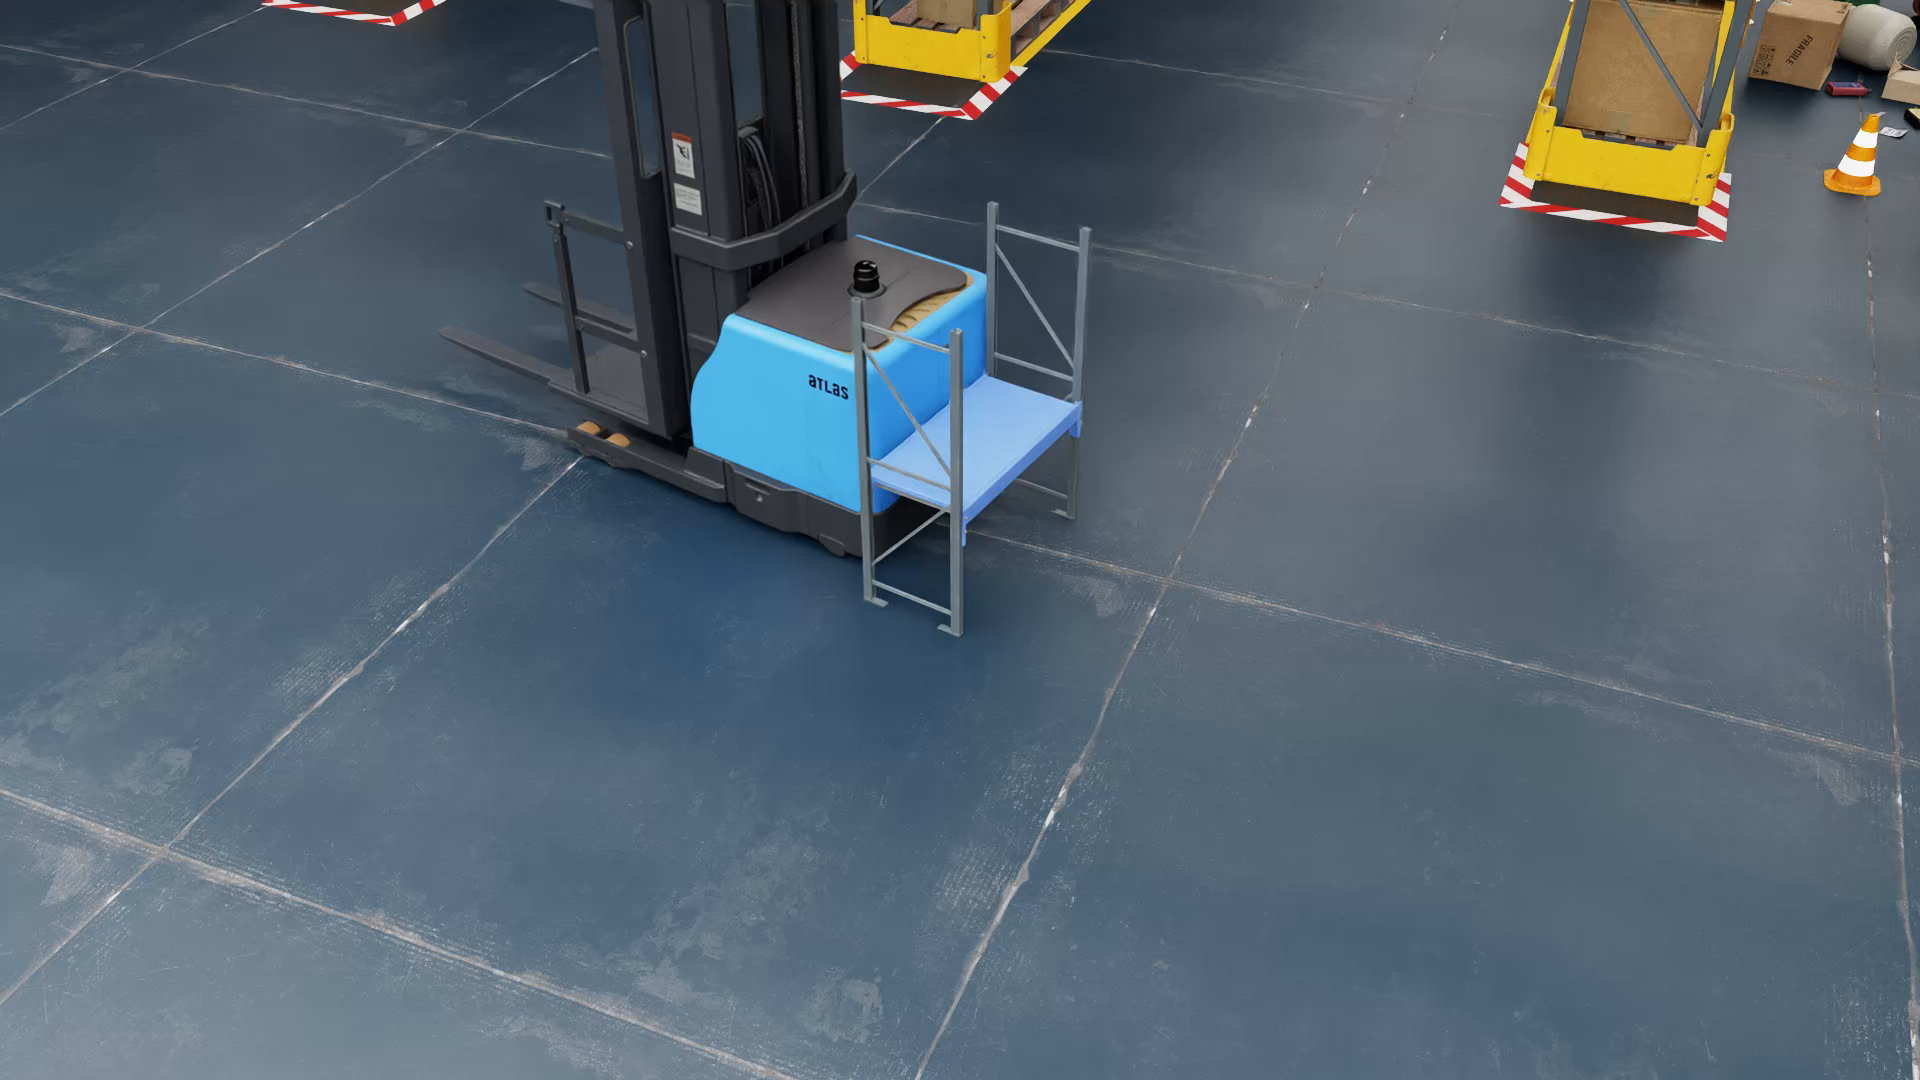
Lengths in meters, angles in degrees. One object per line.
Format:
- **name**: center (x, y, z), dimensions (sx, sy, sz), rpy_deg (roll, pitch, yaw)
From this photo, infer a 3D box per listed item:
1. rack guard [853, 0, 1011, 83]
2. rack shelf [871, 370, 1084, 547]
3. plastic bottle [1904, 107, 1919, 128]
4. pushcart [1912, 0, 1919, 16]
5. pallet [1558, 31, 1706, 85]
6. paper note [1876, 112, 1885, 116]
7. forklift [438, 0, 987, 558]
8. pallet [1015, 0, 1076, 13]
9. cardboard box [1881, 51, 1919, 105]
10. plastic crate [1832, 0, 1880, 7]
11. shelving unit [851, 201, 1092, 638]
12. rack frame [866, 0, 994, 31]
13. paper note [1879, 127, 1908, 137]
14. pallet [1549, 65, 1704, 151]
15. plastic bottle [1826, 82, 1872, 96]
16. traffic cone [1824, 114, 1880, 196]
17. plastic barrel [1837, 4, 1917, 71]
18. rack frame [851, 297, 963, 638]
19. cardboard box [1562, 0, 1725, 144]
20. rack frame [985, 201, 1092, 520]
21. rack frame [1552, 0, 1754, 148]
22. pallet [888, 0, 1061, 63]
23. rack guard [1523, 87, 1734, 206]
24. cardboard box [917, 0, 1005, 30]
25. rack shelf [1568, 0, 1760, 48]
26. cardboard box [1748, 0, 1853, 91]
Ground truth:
- **rack guard**: center (-0.210, -3.787, 12.398), dimensions (1.175, 0.500, 0.348), rpy_deg (14, 39, 18)
- **rack shelf**: center (0.065, -0.379, 7.305), dimensions (0.538, 0.185, 1.000), rpy_deg (21, 41, 25)
- **plastic bottle**: center (6.729, -2.974, 11.678), dimensions (0.133, 0.061, 0.283), rpy_deg (1, 37, 2)
- **pushcart**: center (8.320, -4.144, 12.979), dimensions (1.648, 0.377, 0.936), rpy_deg (1, 37, 2)
- **pallet**: center (5.007, -3.577, 12.359), dimensions (1.003, 0.211, 1.213), rpy_deg (14, 39, 18)
- **paper note**: center (6.508, -3.013, 11.772), dimensions (0.123, 0.001, 0.032), rpy_deg (-25, 43, -29)
- **forklift**: center (-1.344, -1.771, 7.671), dimensions (3.031, 2.935, 1.130), rpy_deg (22, 42, 26)
- **pallet**: center (0.598, -4.786, 13.976), dimensions (1.003, 0.211, 1.213), rpy_deg (14, 39, 18)
- **cardboard box**: center (6.881, -3.308, 11.954), dimensions (0.396, 0.266, 0.258), rpy_deg (21, 42, 25)
- **plastic crate**: center (6.977, -4.277, 13.267), dimensions (0.662, 0.188, 0.450), rpy_deg (-25, 33, -29)
- **shelving unit**: center (0.065, -0.523, 7.198), dimensions (0.538, 1.500, 1.048), rpy_deg (21, 41, 25)
- **rack frame**: center (-0.239, -4.746, 11.594), dimensions (1.000, 3.000, 0.127), rpy_deg (14, 39, 18)
- **paper note**: center (6.461, -2.828, 11.510), dimensions (0.144, 0.017, 0.142), rpy_deg (29, 45, 33)
- **pallet**: center (4.542, -2.903, 11.458), dimensions (1.003, 0.211, 1.213), rpy_deg (14, 39, 18)
- **plastic bottle**: center (6.463, -3.276, 12.082), dimensions (0.283, 0.061, 0.133), rpy_deg (1, 37, 2)
- **traffic cone**: center (5.825, -2.514, 10.727), dimensions (0.336, 0.463, 0.334), rpy_deg (14, 39, 18)
- **plastic barrel**: center (6.819, -3.765, 12.434), dimensions (0.421, 0.421, 0.512), rpy_deg (-17, 40, -22)
- **rack frame**: center (-0.206, -0.266, 6.853), dimensions (0.500, 1.500, 0.032), rpy_deg (21, 41, 25)
- **cardboard box**: center (4.507, -3.268, 11.040), dimensions (0.875, 0.875, 0.875), rpy_deg (14, 39, 18)
- **rack frame**: center (0.337, -0.781, 7.542), dimensions (0.500, 1.500, 0.032), rpy_deg (21, 41, 25)
- **rack frame**: center (4.310, -3.560, 10.007), dimensions (1.000, 3.000, 0.127), rpy_deg (14, 39, 18)
- **pallet**: center (0.132, -4.113, 13.076), dimensions (1.003, 0.211, 1.213), rpy_deg (14, 39, 18)
- **rack guard**: center (4.301, -2.545, 10.738), dimensions (1.175, 0.500, 0.348), rpy_deg (14, 39, 18)
- **cardboard box**: center (0.014, -4.255, 12.674), dimensions (0.500, 0.500, 0.500), rpy_deg (21, 42, 26)
- **rack shelf**: center (5.071, -4.379, 11.704), dimensions (1.077, 0.370, 4.000), rpy_deg (14, 39, 18)
- **cardboard box**: center (6.190, -3.681, 12.255), dimensions (0.500, 0.500, 0.500), rpy_deg (21, 42, 25)
